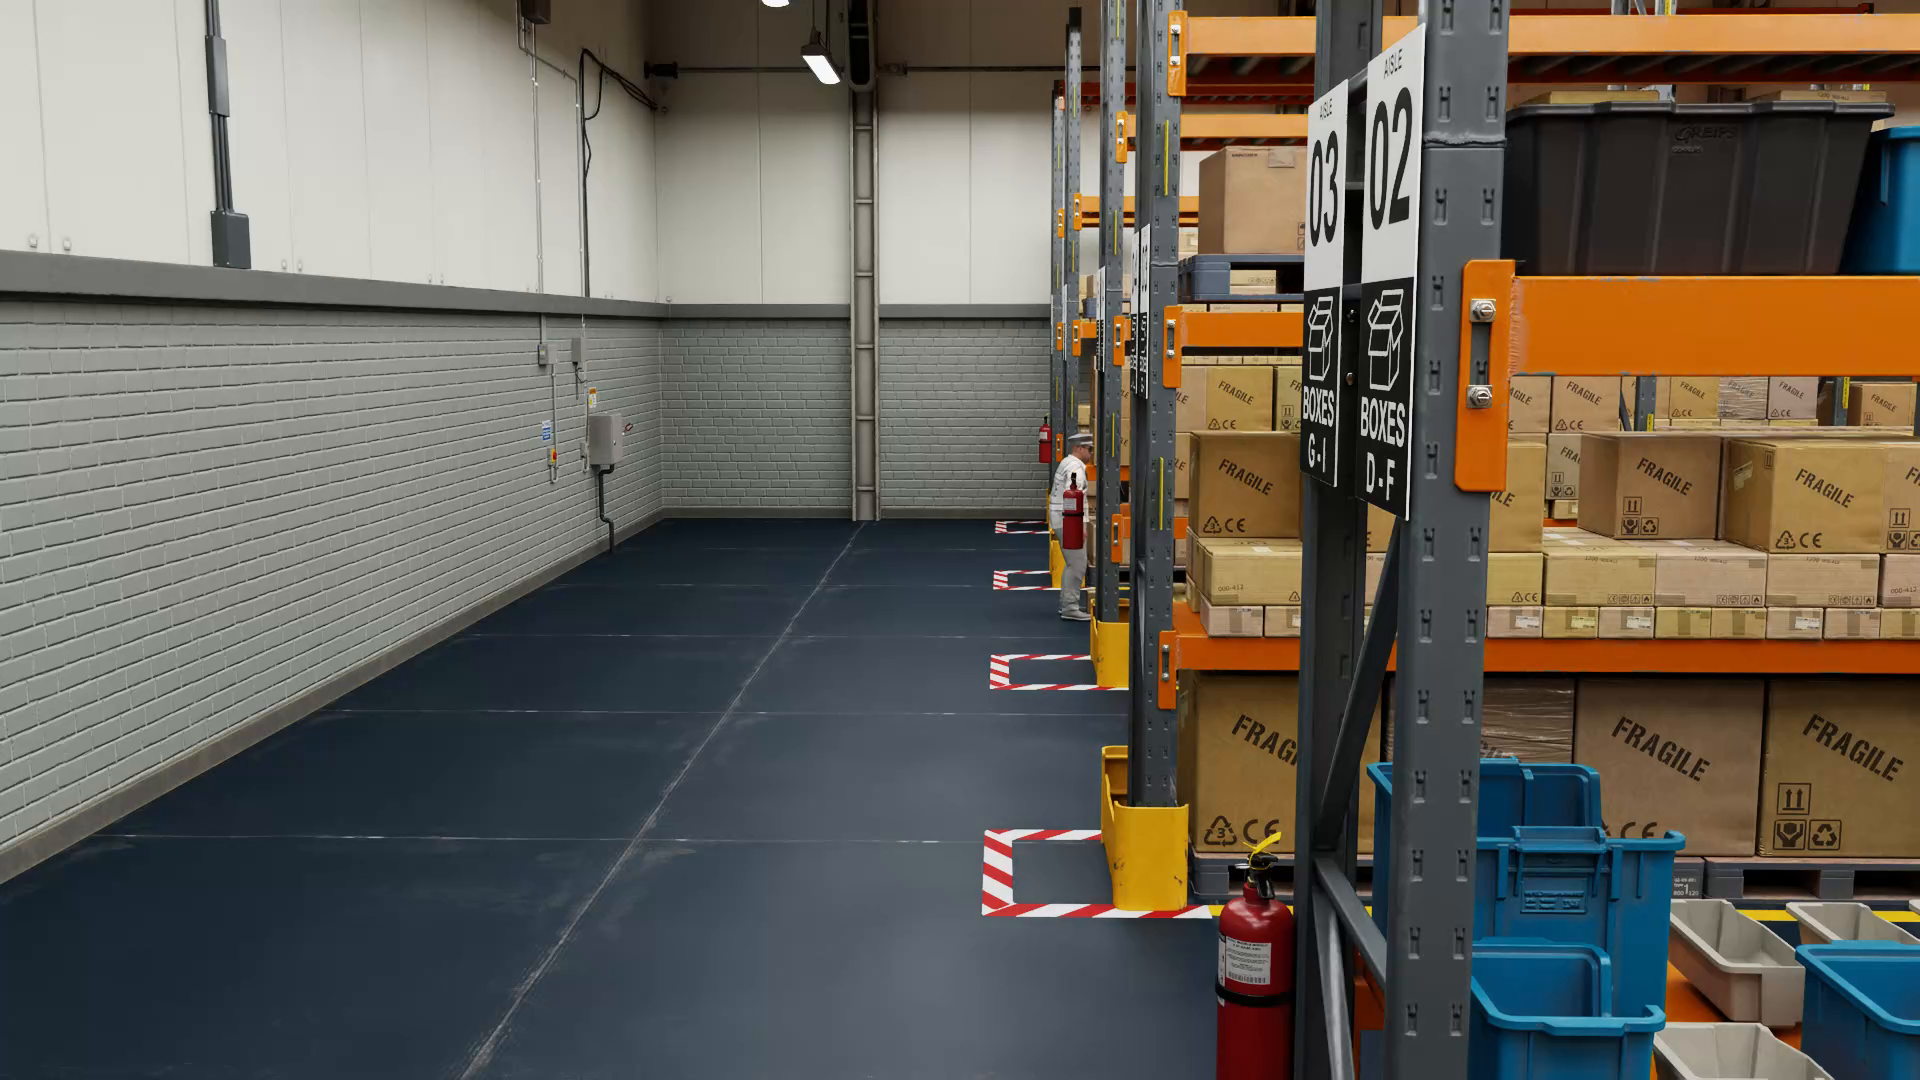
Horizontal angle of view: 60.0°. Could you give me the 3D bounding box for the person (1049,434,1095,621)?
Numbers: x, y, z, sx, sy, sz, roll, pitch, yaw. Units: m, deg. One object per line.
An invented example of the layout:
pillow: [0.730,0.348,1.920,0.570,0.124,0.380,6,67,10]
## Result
person: [1.067,-0.136,15.817,0.430,1.749,0.599,0,7,-1]
